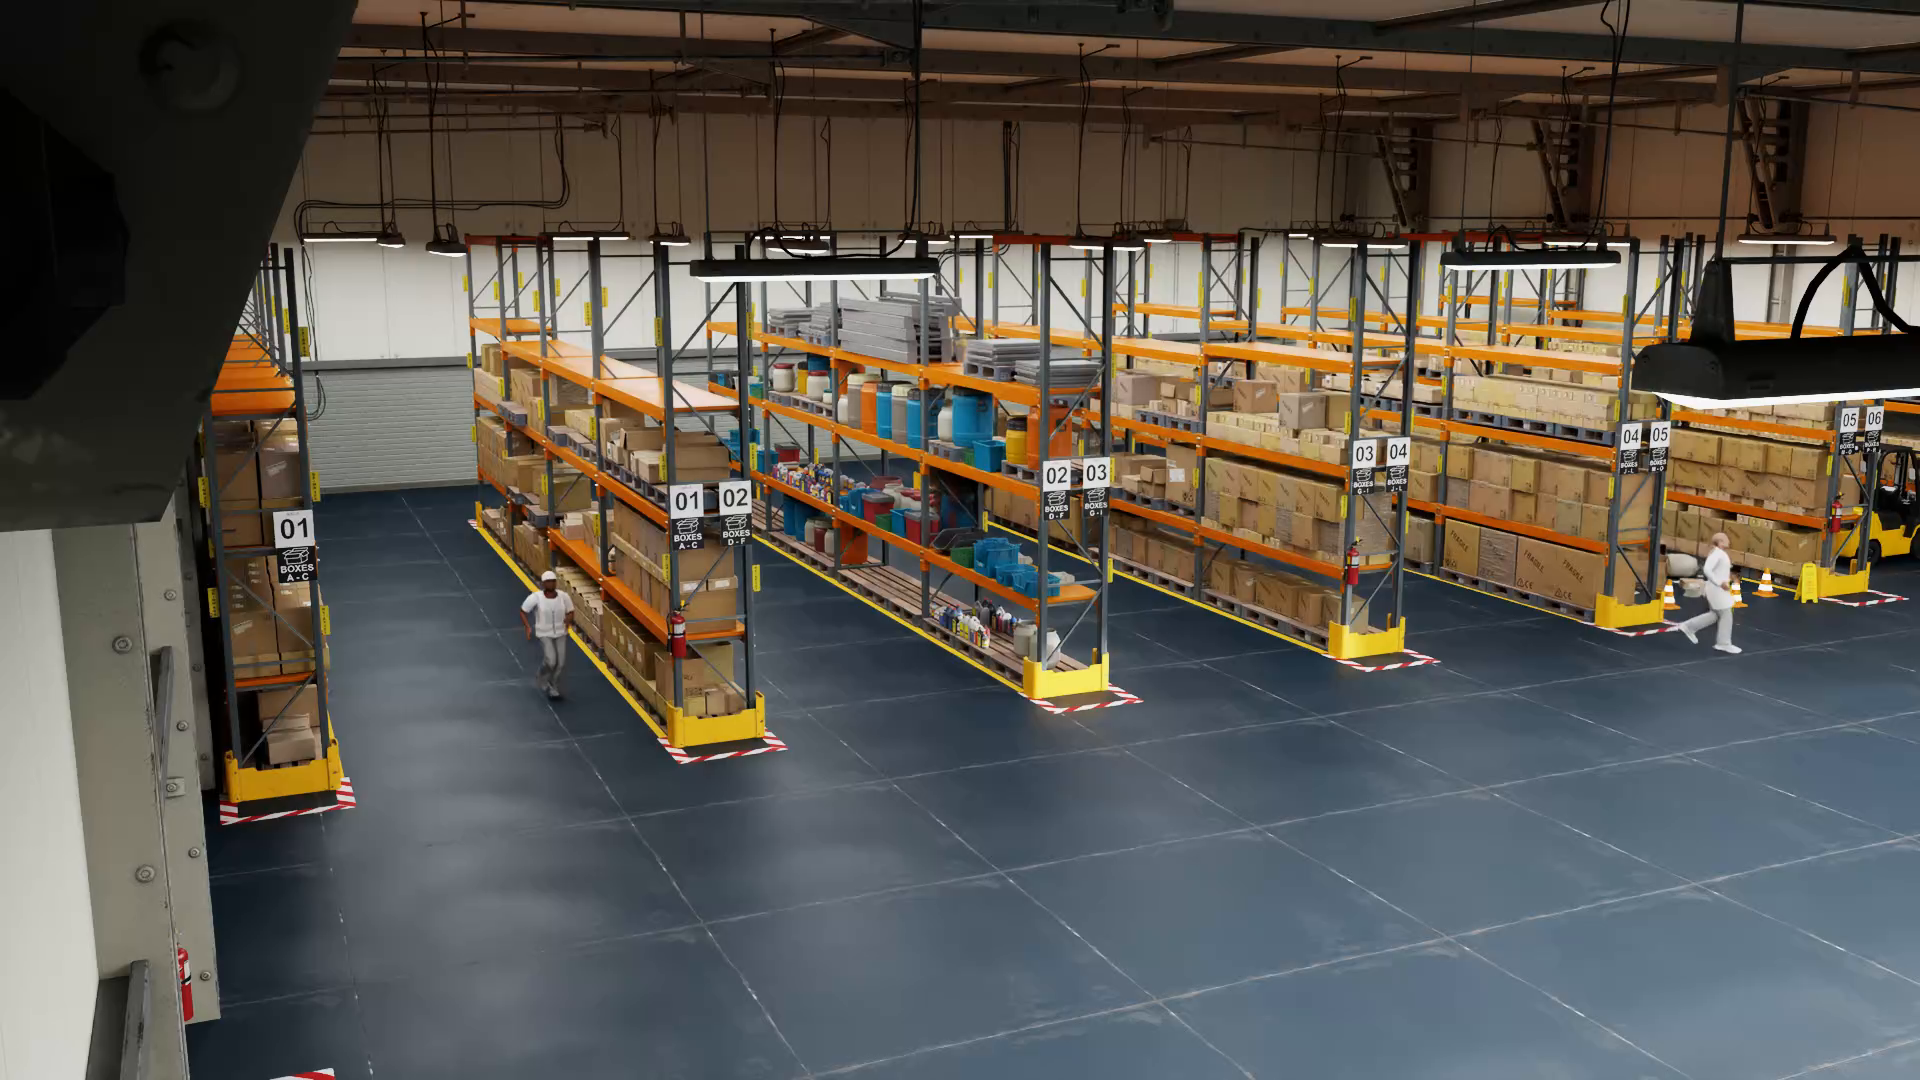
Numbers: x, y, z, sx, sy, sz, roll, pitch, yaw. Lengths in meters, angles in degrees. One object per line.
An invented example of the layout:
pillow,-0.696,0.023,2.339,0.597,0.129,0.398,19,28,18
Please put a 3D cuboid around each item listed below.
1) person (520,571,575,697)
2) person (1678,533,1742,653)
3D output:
person,-5.410,1.265,22.056,0.691,1.723,0.586,-7,13,-32
person,11.142,0.763,24.570,0.883,1.773,0.727,4,12,20
